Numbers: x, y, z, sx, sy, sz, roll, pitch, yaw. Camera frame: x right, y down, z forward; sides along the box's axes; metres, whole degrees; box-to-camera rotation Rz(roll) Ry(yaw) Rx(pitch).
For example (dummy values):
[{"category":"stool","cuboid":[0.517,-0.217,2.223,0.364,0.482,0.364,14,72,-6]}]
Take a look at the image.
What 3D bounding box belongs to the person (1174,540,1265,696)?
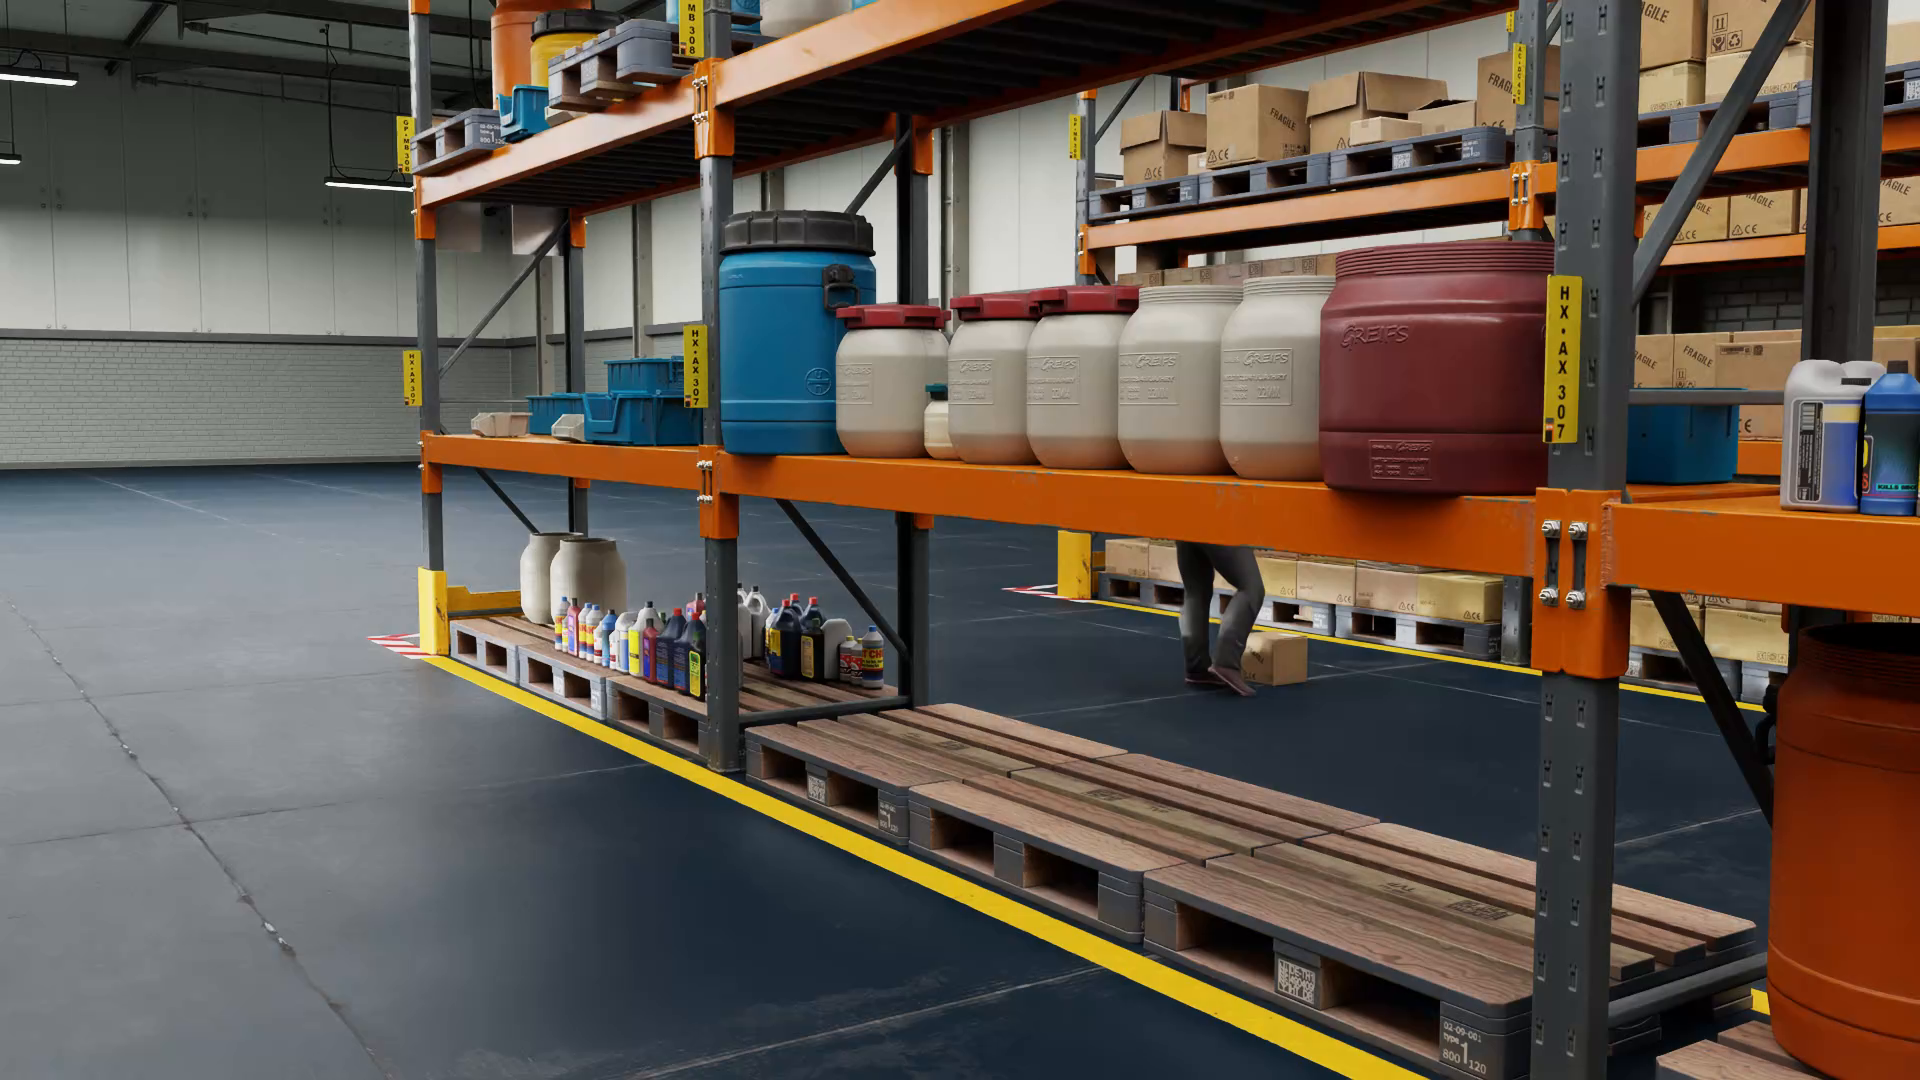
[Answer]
[{"category":"person","cuboid":[1.383,-0.026,8.655,0.530,1.680,0.472,-2,5,-27]}]
